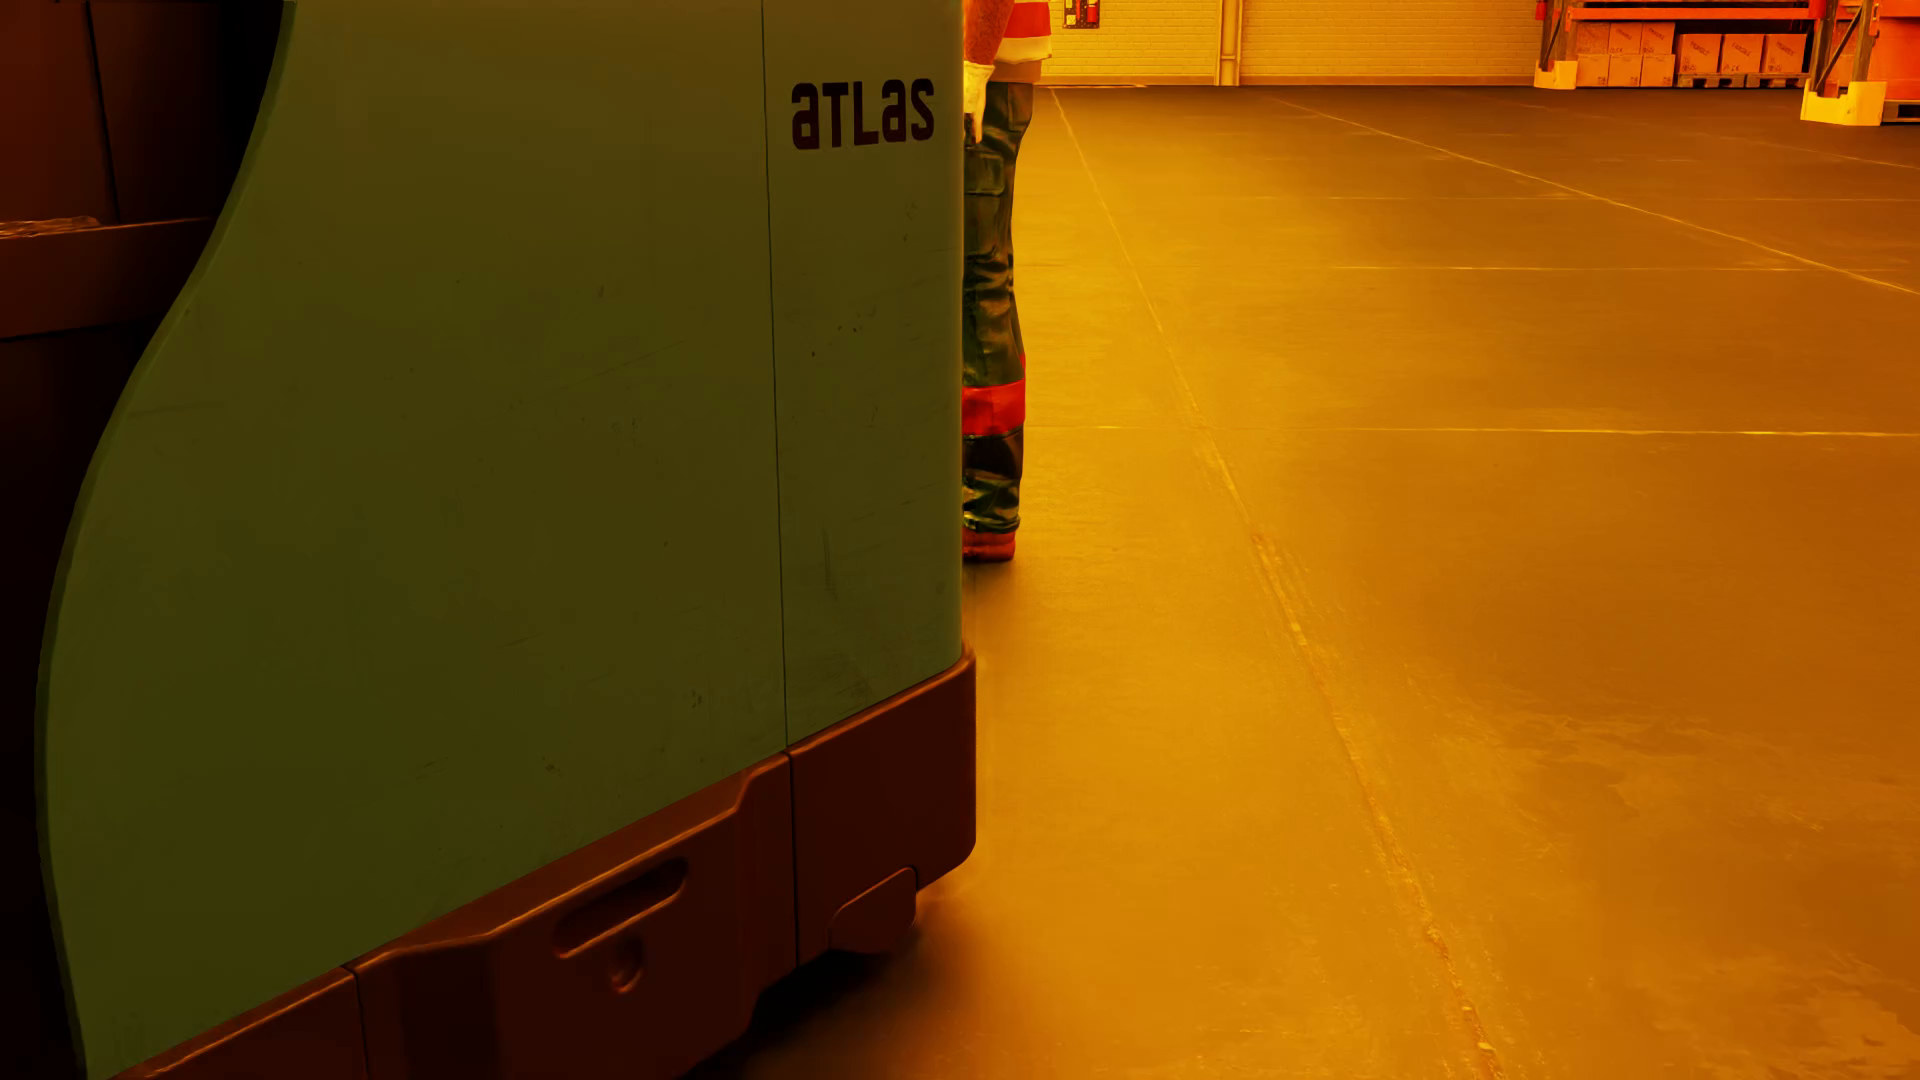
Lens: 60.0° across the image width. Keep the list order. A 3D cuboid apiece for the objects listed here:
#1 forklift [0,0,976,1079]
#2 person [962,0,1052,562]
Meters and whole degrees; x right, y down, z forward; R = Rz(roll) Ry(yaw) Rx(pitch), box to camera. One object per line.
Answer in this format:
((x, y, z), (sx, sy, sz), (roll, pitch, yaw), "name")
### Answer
((-1.270, -0.715, 0.731), (1.130, 2.935, 3.031), (13, 21, 35), "forklift")
((-0.011, -0.851, 3.096), (0.369, 1.795, 0.536), (1, 17, 2), "person")
